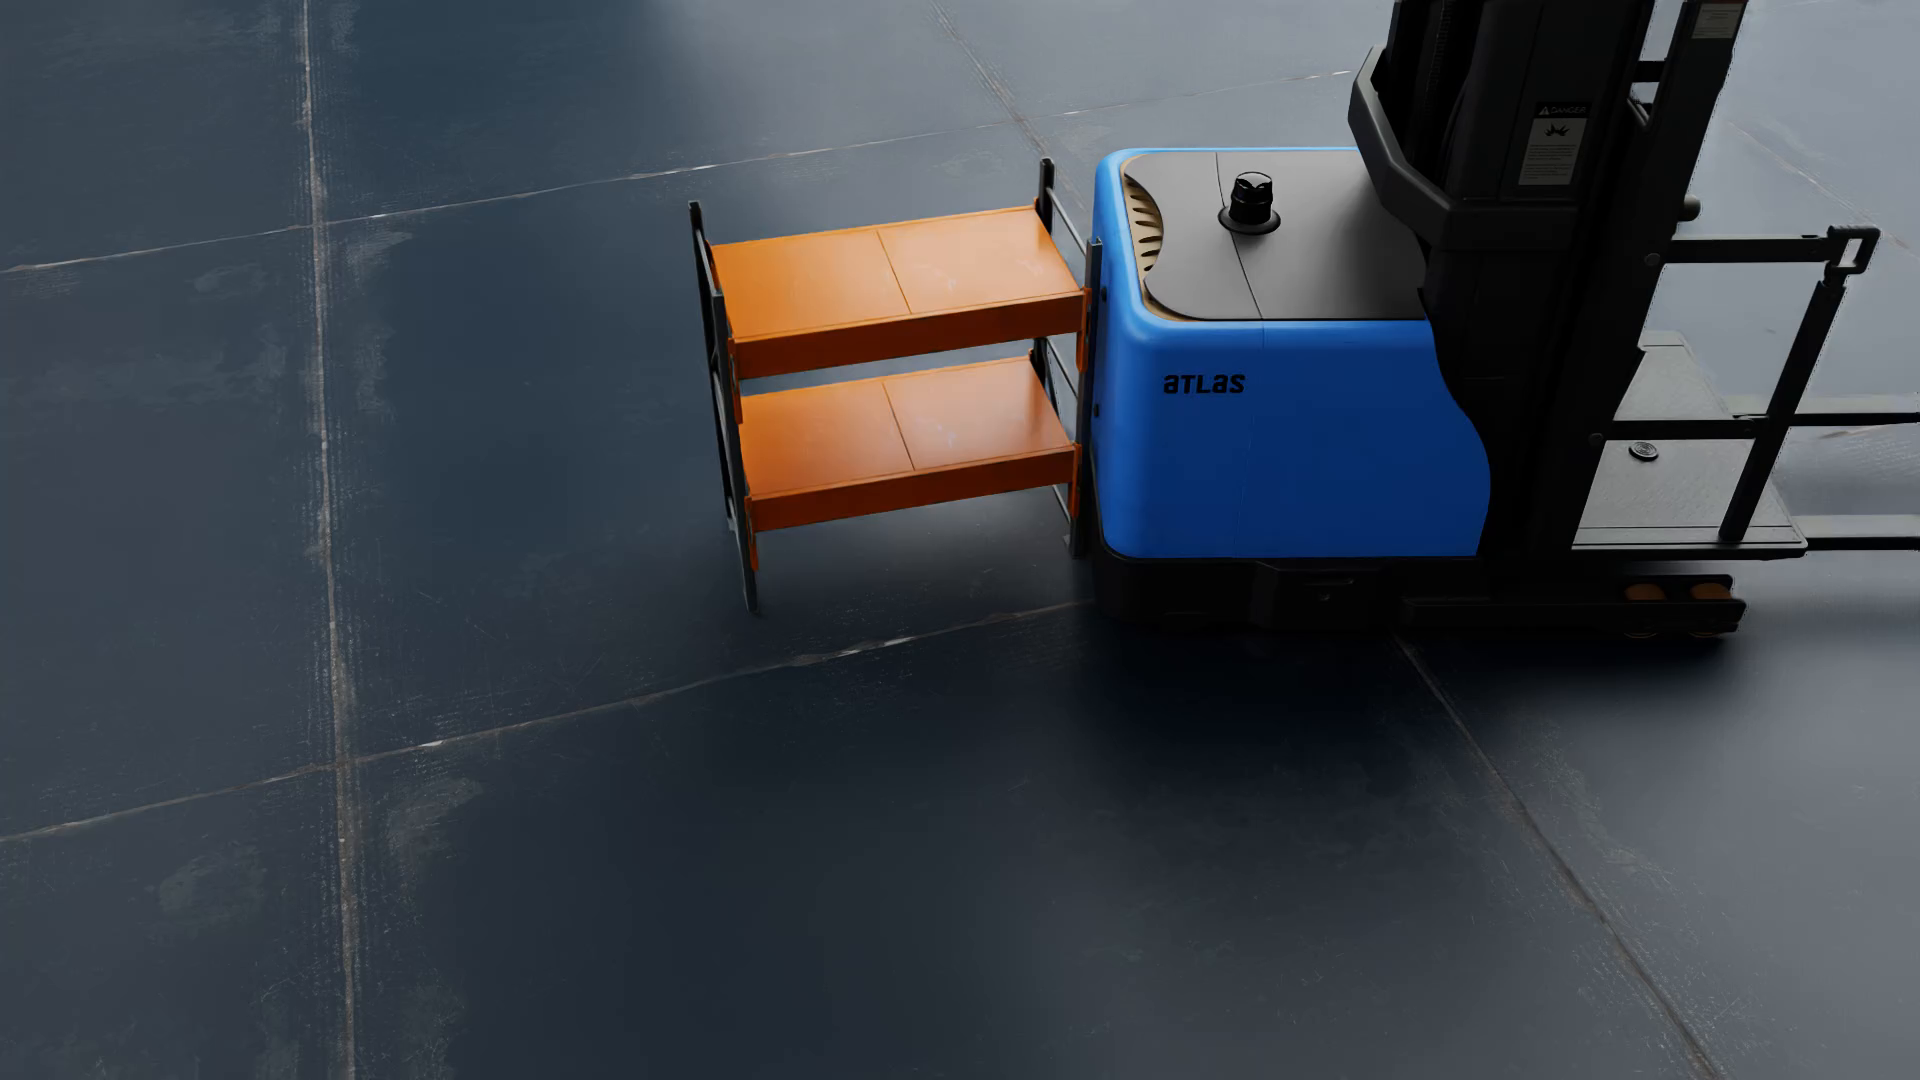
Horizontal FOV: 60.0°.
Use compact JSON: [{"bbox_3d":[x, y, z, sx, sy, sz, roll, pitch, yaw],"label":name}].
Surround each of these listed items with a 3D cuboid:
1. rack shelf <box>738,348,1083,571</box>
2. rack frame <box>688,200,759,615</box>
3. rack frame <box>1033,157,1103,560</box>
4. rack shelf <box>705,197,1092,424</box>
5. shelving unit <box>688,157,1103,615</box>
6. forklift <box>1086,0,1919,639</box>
[{"bbox_3d":[-0.187,-0.257,5.061,1.000,0.278,0.538,-9,42,-11],"label":"rack shelf"},{"bbox_3d":[-0.680,-0.360,4.807,0.032,1.125,0.500,-9,42,-11],"label":"rack frame"},{"bbox_3d":[0.306,-0.523,4.994,0.032,1.125,0.500,-9,42,-11],"label":"rack frame"},{"bbox_3d":[-0.187,-0.662,4.708,1.000,0.278,0.538,-9,42,-11],"label":"rack shelf"},{"bbox_3d":[-0.187,-0.441,4.900,1.048,1.125,0.538,-9,42,-11],"label":"shelving unit"},{"bbox_3d":[1.912,-1.164,4.355,3.031,2.935,1.130,-1,41,-1],"label":"forklift"}]
